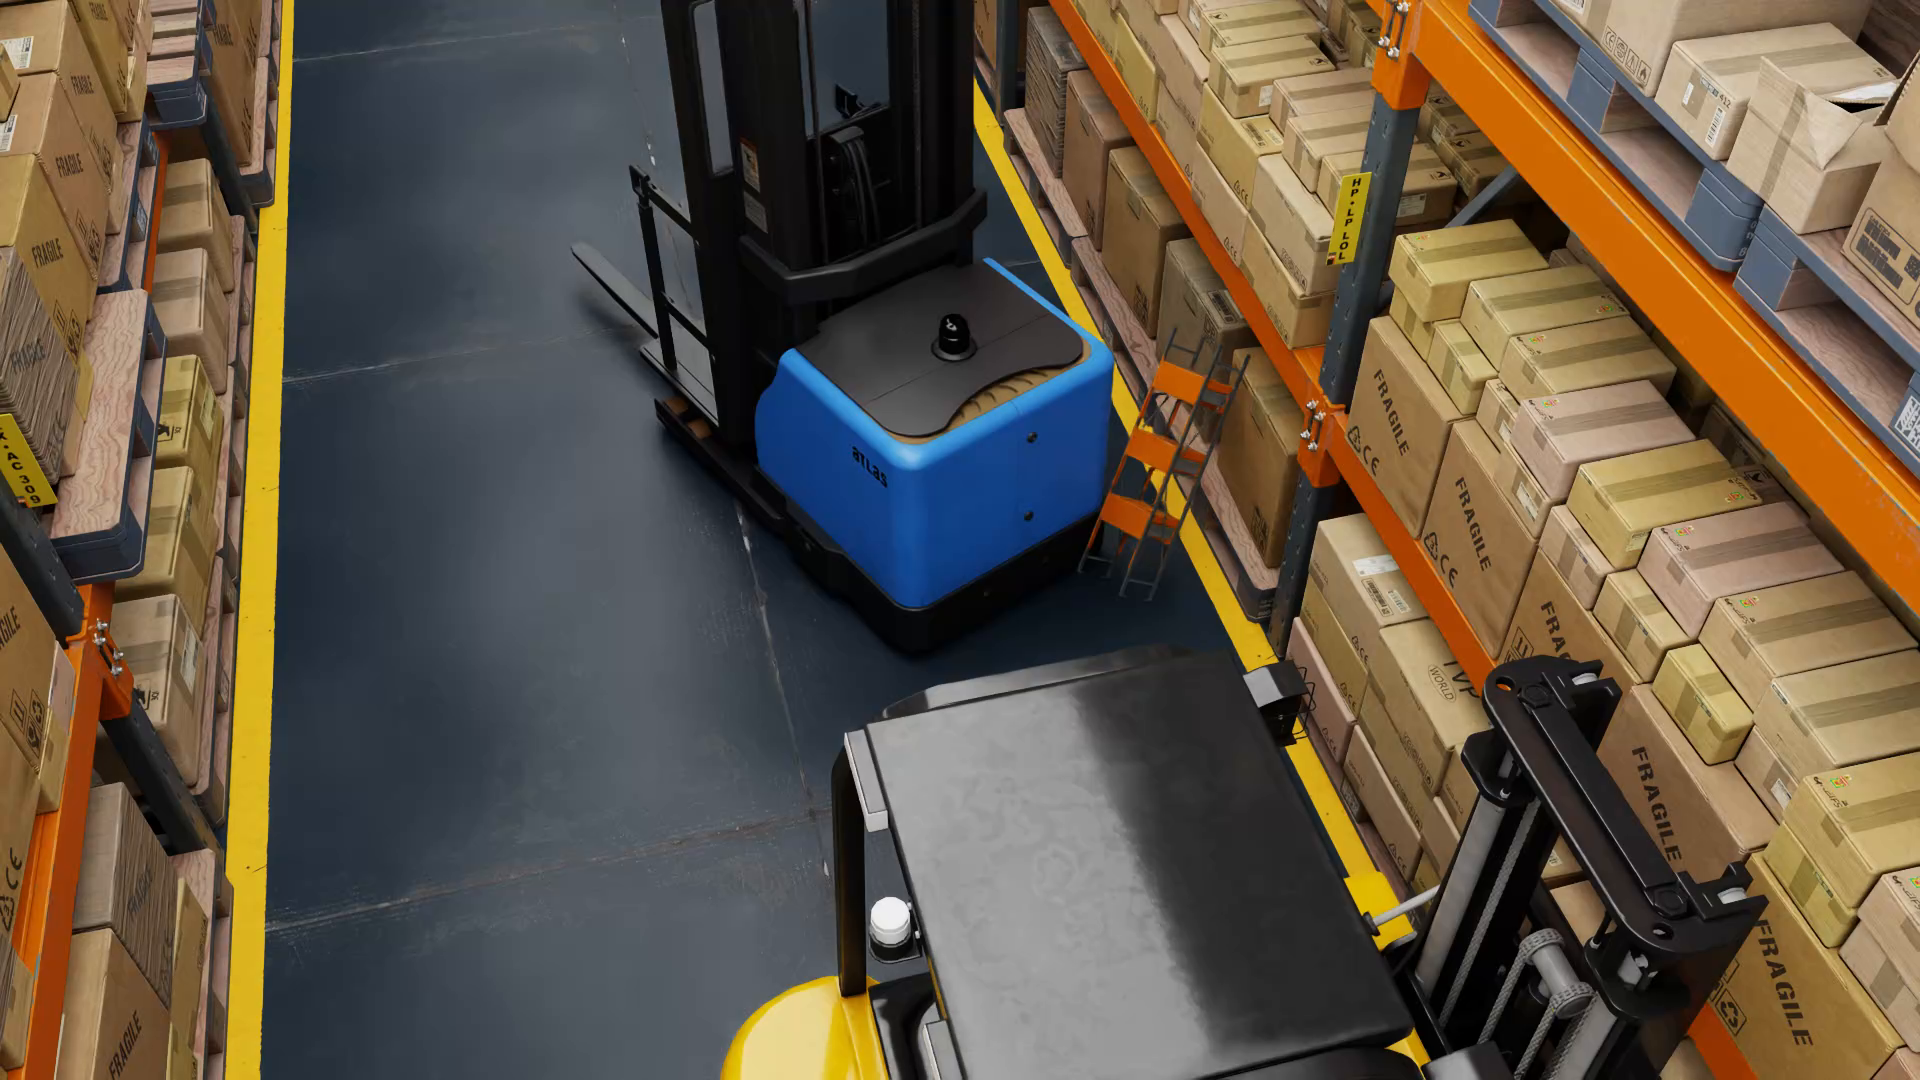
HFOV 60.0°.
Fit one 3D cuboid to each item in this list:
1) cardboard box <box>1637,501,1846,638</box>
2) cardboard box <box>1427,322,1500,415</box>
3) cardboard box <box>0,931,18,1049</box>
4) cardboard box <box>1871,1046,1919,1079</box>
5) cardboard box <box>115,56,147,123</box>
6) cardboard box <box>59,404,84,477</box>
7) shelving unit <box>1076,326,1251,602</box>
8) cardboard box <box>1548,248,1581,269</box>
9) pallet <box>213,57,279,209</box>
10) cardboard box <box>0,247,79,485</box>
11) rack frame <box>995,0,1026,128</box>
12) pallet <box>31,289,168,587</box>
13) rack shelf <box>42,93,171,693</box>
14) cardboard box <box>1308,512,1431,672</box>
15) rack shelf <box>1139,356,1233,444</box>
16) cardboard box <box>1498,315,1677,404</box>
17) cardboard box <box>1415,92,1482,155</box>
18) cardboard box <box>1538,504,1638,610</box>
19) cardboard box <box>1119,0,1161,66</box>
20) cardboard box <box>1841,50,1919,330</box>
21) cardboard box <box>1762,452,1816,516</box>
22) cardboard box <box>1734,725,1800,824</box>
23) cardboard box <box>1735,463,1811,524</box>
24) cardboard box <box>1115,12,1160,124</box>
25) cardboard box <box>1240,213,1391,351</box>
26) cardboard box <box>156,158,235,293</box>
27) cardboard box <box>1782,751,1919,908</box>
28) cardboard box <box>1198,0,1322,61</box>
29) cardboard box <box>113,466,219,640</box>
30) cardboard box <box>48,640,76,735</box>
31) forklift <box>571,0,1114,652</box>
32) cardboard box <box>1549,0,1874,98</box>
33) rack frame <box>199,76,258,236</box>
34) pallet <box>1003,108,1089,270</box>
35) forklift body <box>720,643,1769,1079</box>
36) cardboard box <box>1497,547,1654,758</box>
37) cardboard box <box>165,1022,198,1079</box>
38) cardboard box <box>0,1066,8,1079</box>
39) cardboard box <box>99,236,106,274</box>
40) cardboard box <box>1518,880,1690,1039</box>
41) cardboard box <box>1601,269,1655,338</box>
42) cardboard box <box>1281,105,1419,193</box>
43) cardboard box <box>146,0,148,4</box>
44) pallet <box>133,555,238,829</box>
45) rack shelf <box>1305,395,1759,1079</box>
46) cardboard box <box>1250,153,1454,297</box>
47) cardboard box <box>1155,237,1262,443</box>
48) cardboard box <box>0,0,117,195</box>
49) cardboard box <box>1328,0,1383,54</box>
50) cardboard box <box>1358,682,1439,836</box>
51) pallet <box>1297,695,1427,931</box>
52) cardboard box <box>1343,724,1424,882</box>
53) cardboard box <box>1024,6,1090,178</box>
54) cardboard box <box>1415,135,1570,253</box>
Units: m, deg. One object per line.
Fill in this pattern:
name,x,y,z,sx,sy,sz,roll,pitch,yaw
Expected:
cardboard box,1.920,0.070,4.099,0.380,0.149,0.250,-11,47,-10
cardboard box,1.614,-0.528,4.894,0.380,0.149,0.250,-10,46,-9
cardboard box,-2.449,1.031,3.612,0.500,0.500,0.500,-10,46,-9
cardboard box,2.239,1.362,3.496,0.500,0.500,0.500,-9,46,-9
cardboard box,-3.404,-1.740,6.487,0.380,0.149,0.250,-10,46,-10
cardboard box,-2.915,-0.301,5.077,0.380,0.149,0.250,-10,46,-10
shelving unit,0.801,-0.295,6.583,0.215,1.050,0.252,11,14,-44
cardboard box,2.049,-0.800,5.160,0.380,0.149,0.250,-11,47,-11
pallet,-4.232,-2.146,8.956,1.003,0.211,1.213,-11,47,-10
cardboard box,-2.922,-0.465,4.784,0.500,0.500,0.500,-10,46,-9
rack frame,0.695,-3.474,8.305,1.000,3.000,0.127,-11,47,-10
pallet,-3.134,-0.290,5.319,1.003,0.211,1.213,-11,47,-10
rack shelf,-3.591,-0.932,6.317,1.077,0.370,4.000,-11,47,-10
cardboard box,1.539,0.144,5.690,0.500,0.250,0.500,-11,47,-11
rack shelf,0.897,-0.546,6.535,0.215,0.259,0.240,11,14,-44
cardboard box,1.742,-0.466,4.625,0.380,0.149,0.250,-11,47,-11
cardboard box,1.818,-1.451,5.799,0.380,0.149,0.250,-12,47,-12
cardboard box,1.765,0.012,4.365,0.380,0.149,0.250,-11,47,-11
cardboard box,0.971,-2.187,6.799,0.500,0.250,0.500,-10,46,-10
cardboard box,2.115,-0.617,2.968,0.797,0.503,0.637,-9,46,-9
cardboard box,2.369,-0.209,4.372,0.380,0.149,0.250,-11,47,-11
cardboard box,2.054,0.529,3.858,0.380,0.149,0.250,-11,47,-11
cardboard box,2.284,-0.089,4.463,0.380,0.149,0.250,-9,46,-9
cardboard box,0.966,-2.010,6.975,0.500,0.250,0.500,-9,46,-9
cardboard box,1.337,-0.960,5.947,0.500,0.250,0.500,-10,46,-9
cardboard box,-3.968,-1.400,7.818,0.950,0.372,0.625,-14,47,-13
cardboard box,2.024,0.611,3.569,0.380,0.149,0.250,-10,46,-10
cardboard box,1.119,-1.873,6.212,0.380,0.149,0.250,-12,47,-11
cardboard box,-3.403,0.113,6.336,0.950,0.372,0.625,-8,46,-8
cardboard box,-2.702,0.451,4.634,0.380,0.149,0.250,-11,47,-11
forklift,-0.704,-1.593,6.510,1.130,2.935,3.031,-29,52,-25
cardboard box,1.696,-1.295,3.767,0.500,0.311,0.500,-10,46,-9
rack frame,-4.103,-2.564,7.414,1.000,3.000,0.127,-11,47,-10
pallet,0.868,-1.923,8.737,1.003,0.211,1.213,-11,47,-10
forklift body,0.494,1.370,4.152,2.313,2.155,1.214,-11,47,-10
cardboard box,1.860,0.312,4.524,0.500,0.500,0.500,-11,47,-11
cardboard box,-2.522,1.738,4.829,0.500,0.250,0.500,-12,47,-11
cardboard box,-2.402,1.334,3.769,0.380,0.149,0.250,-11,47,-11
cardboard box,-3.204,-1.013,5.775,0.380,0.149,0.250,-10,46,-10
cardboard box,1.926,1.204,4.652,0.500,0.250,0.500,-12,47,-11
cardboard box,2.117,-0.733,4.886,0.380,0.149,0.250,-12,47,-11
cardboard box,1.333,-1.345,5.694,0.380,0.149,0.250,-11,47,-11
cardboard box,-3.653,-2.268,7.005,0.380,0.149,0.250,-10,46,-10
pallet,-3.279,0.636,6.230,1.003,0.211,1.213,-11,47,-10
rack shelf,2.231,0.920,4.503,1.077,0.370,4.000,-11,47,-10
cardboard box,1.346,-1.128,5.760,0.500,0.250,0.500,-12,47,-11
cardboard box,1.383,-0.924,7.175,0.875,0.625,0.625,-11,47,-11
cardboard box,-3.306,-1.507,5.805,0.500,0.500,0.500,-12,47,-12
cardboard box,1.630,-1.973,6.310,0.380,0.149,0.250,-11,47,-10
cardboard box,1.675,0.665,5.529,0.500,0.250,0.500,-11,47,-11
pallet,1.882,0.820,6.049,1.003,0.211,1.213,-11,47,-10
cardboard box,1.667,0.845,5.704,0.500,0.250,0.500,-12,47,-11
cardboard box,0.841,-2.357,8.579,0.875,0.625,0.625,-9,46,-9
cardboard box,1.836,-1.232,5.863,0.500,0.250,0.500,-11,47,-11
